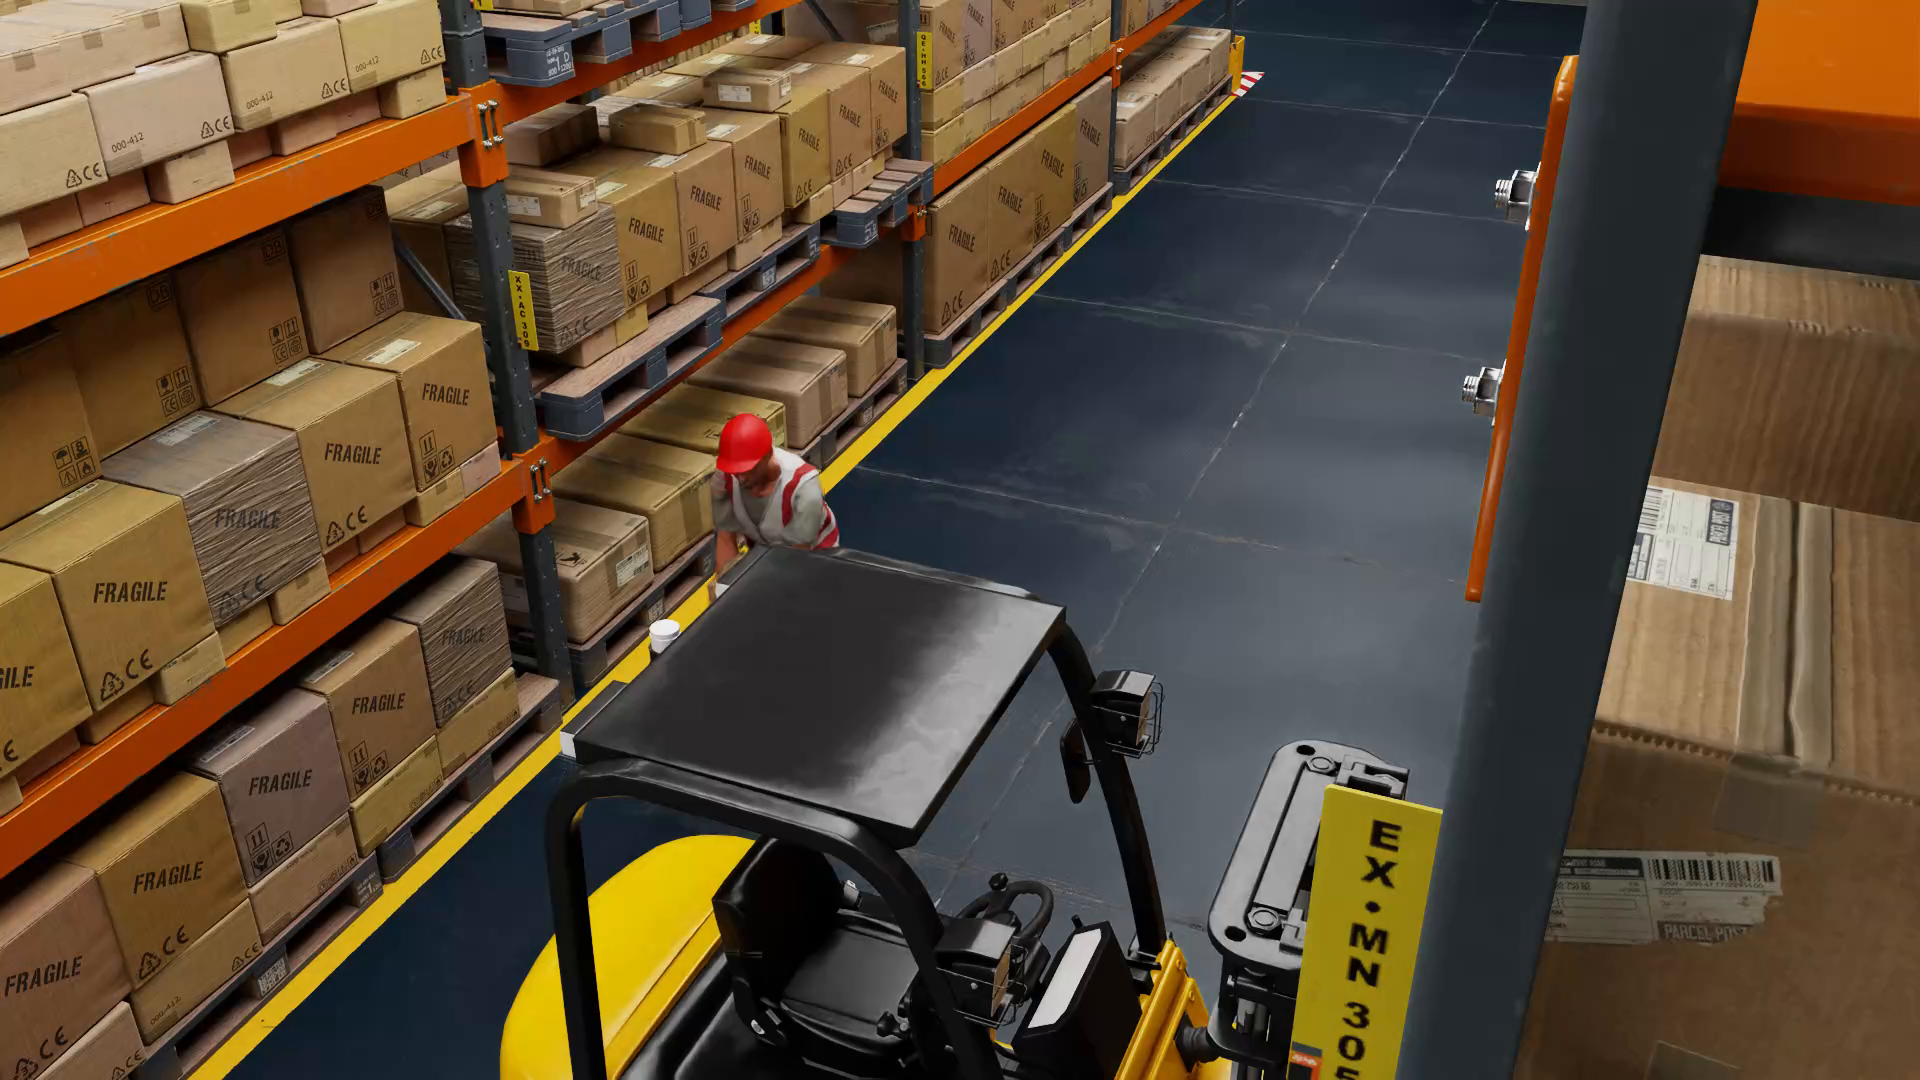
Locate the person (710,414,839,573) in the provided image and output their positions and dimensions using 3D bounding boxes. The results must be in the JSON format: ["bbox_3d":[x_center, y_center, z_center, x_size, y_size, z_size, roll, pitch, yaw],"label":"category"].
[{"bbox_3d":[-0.767,0.172,6.915,0.483,1.671,0.687,11,31,18],"label":"person"}]
